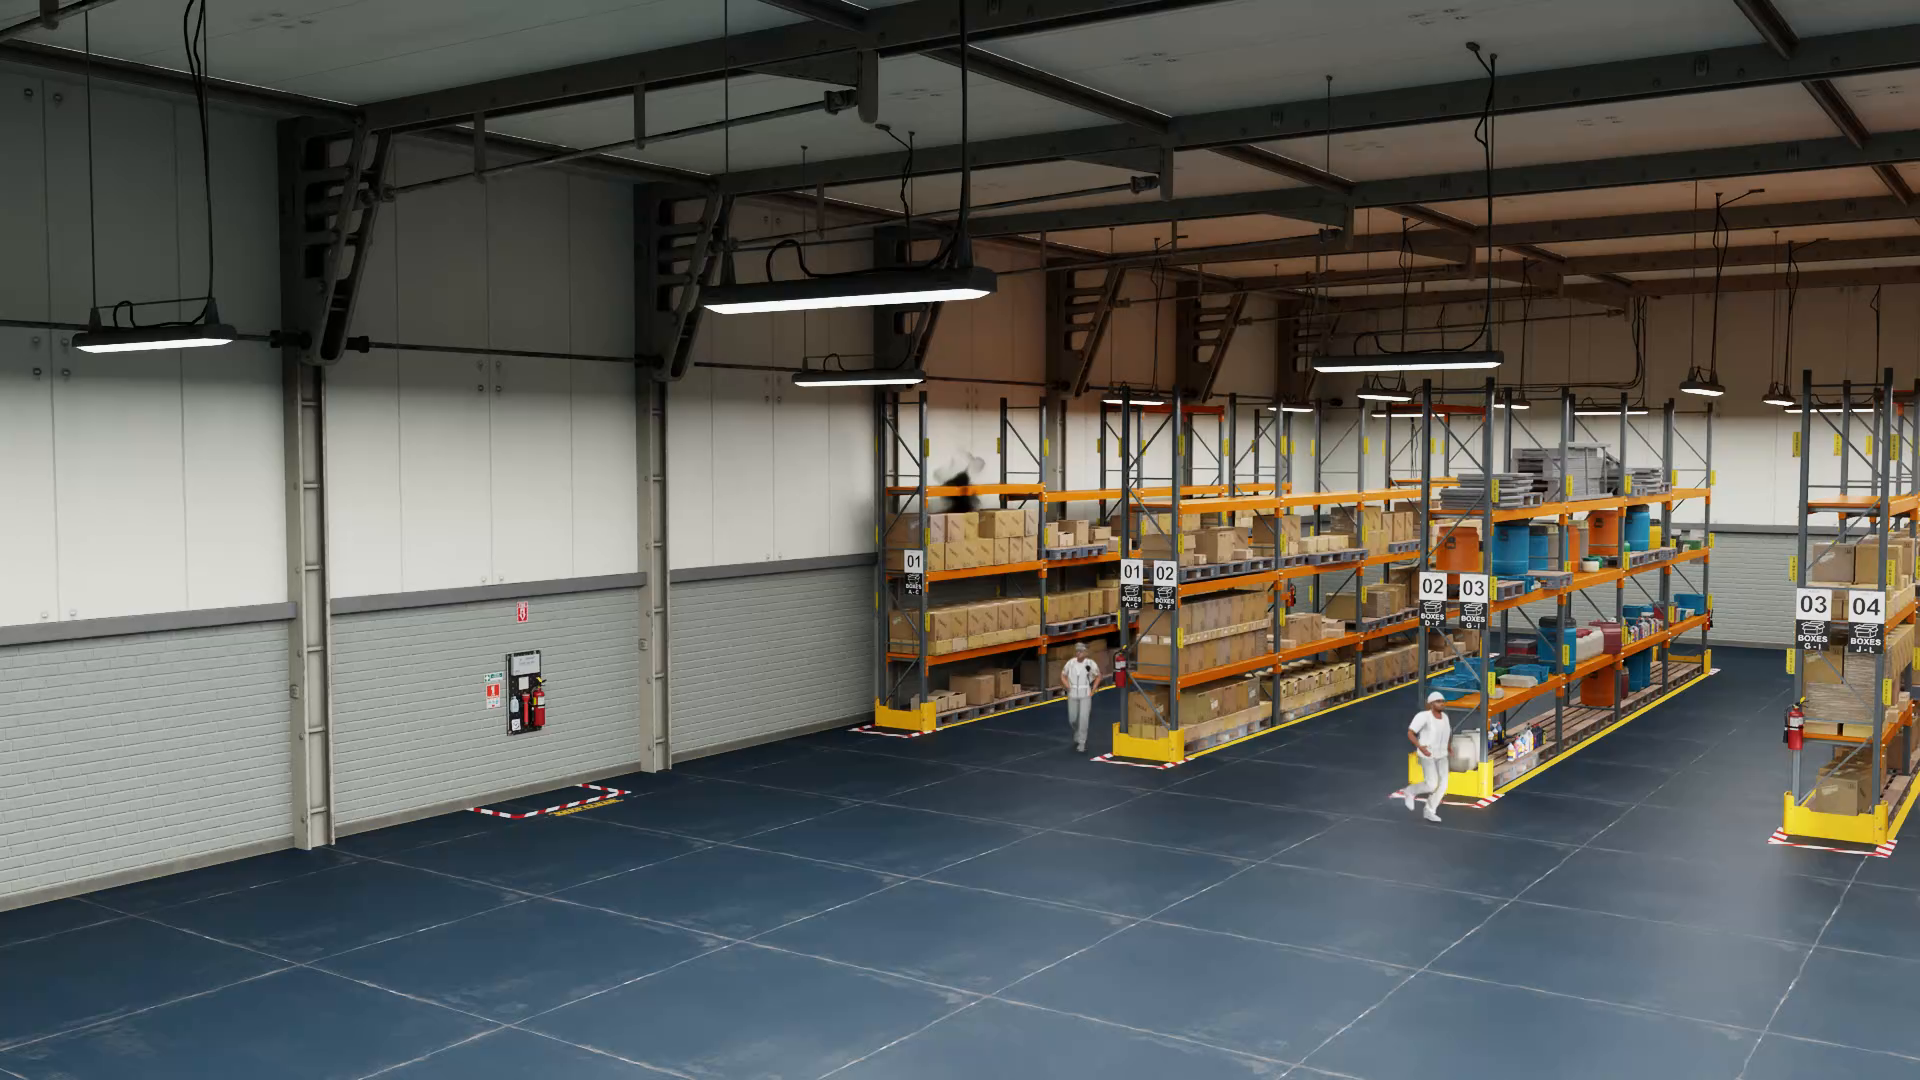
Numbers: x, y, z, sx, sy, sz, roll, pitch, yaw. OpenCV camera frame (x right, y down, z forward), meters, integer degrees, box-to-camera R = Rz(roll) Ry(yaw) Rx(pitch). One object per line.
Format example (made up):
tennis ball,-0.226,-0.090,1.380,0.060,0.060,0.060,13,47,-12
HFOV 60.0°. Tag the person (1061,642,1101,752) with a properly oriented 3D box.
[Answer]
person,2.002,2.594,27.707,0.668,1.788,0.782,1,3,17

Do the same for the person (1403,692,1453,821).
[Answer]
person,6.368,2.901,22.468,0.729,1.719,0.626,-1,3,-25
